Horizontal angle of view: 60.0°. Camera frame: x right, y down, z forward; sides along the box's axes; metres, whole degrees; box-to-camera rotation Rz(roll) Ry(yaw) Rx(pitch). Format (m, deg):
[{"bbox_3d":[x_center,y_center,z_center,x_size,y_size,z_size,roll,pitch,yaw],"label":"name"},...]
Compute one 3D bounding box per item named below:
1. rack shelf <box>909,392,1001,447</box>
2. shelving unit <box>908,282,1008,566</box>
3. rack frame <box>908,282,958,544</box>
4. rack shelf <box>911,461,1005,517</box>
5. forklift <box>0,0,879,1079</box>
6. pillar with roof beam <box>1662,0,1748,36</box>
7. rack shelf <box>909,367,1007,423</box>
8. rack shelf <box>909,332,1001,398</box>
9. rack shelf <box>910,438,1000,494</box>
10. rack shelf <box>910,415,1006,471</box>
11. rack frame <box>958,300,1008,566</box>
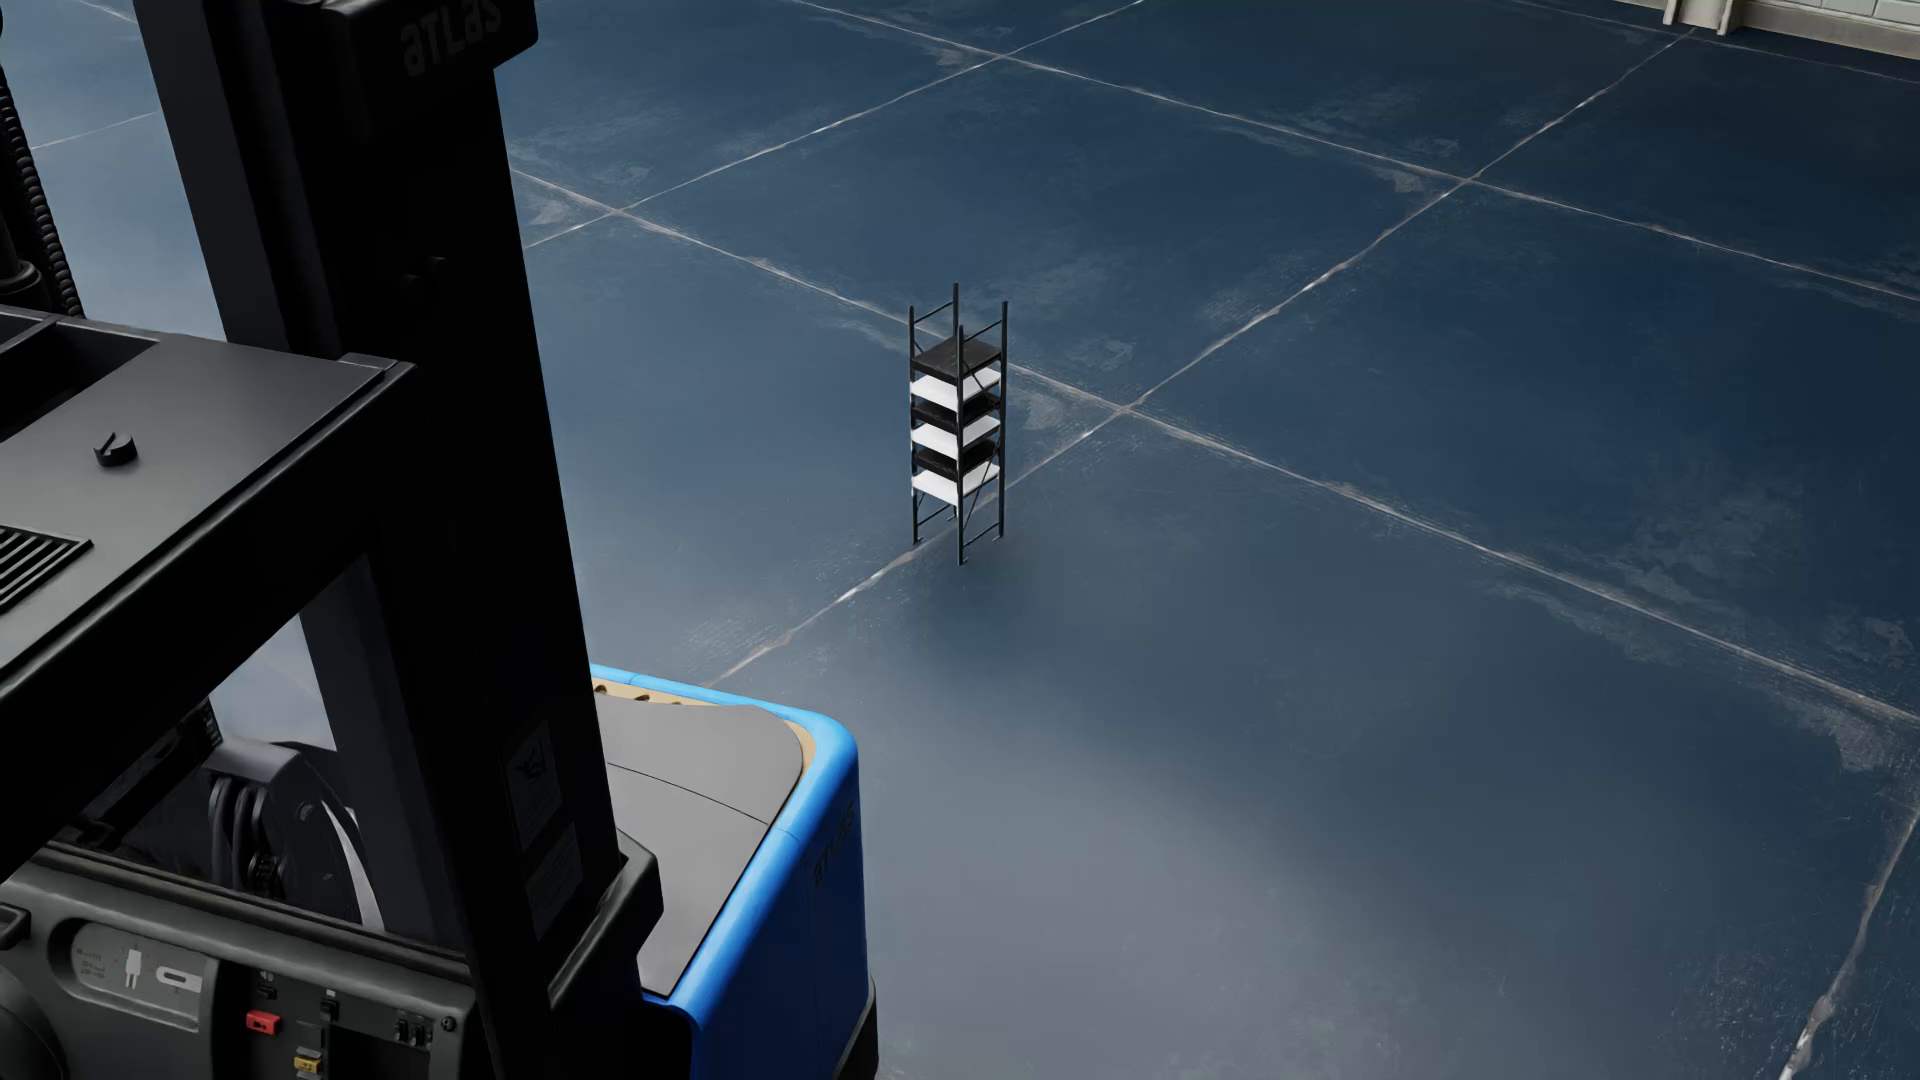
[{"bbox_3d":[-0.006,-0.421,5.467,0.200,0.077,0.258,25,42,32],"label":"rack shelf"},{"bbox_3d":[-0.006,-0.374,5.500,0.210,0.900,0.258,25,42,32],"label":"shelving unit"},{"bbox_3d":[-0.084,-0.411,5.553,0.006,0.900,0.240,25,42,32],"label":"rack frame"},{"bbox_3d":[-0.006,-0.198,5.620,0.200,0.077,0.258,25,42,32],"label":"rack shelf"},{"bbox_3d":[-1.132,0.745,2.077,1.130,2.935,3.031,11,36,15],"label":"forklift"},{"bbox_3d":[1.931,-5.097,5.222,0.400,9.000,9.100,25,42,32],"label":"pillar with roof beam"},{"bbox_3d":[-0.006,-0.495,5.417,0.200,0.077,0.258,25,42,32],"label":"rack shelf"},{"bbox_3d":[-0.006,-0.569,5.366,0.200,0.077,0.258,25,42,32],"label":"rack shelf"},{"bbox_3d":[-0.006,-0.272,5.569,0.200,0.077,0.258,25,42,32],"label":"rack shelf"},{"bbox_3d":[-0.006,-0.346,5.518,0.200,0.077,0.258,25,42,32],"label":"rack shelf"},{"bbox_3d":[0.072,-0.337,5.446,0.006,0.900,0.240,25,42,32],"label":"rack frame"}]
